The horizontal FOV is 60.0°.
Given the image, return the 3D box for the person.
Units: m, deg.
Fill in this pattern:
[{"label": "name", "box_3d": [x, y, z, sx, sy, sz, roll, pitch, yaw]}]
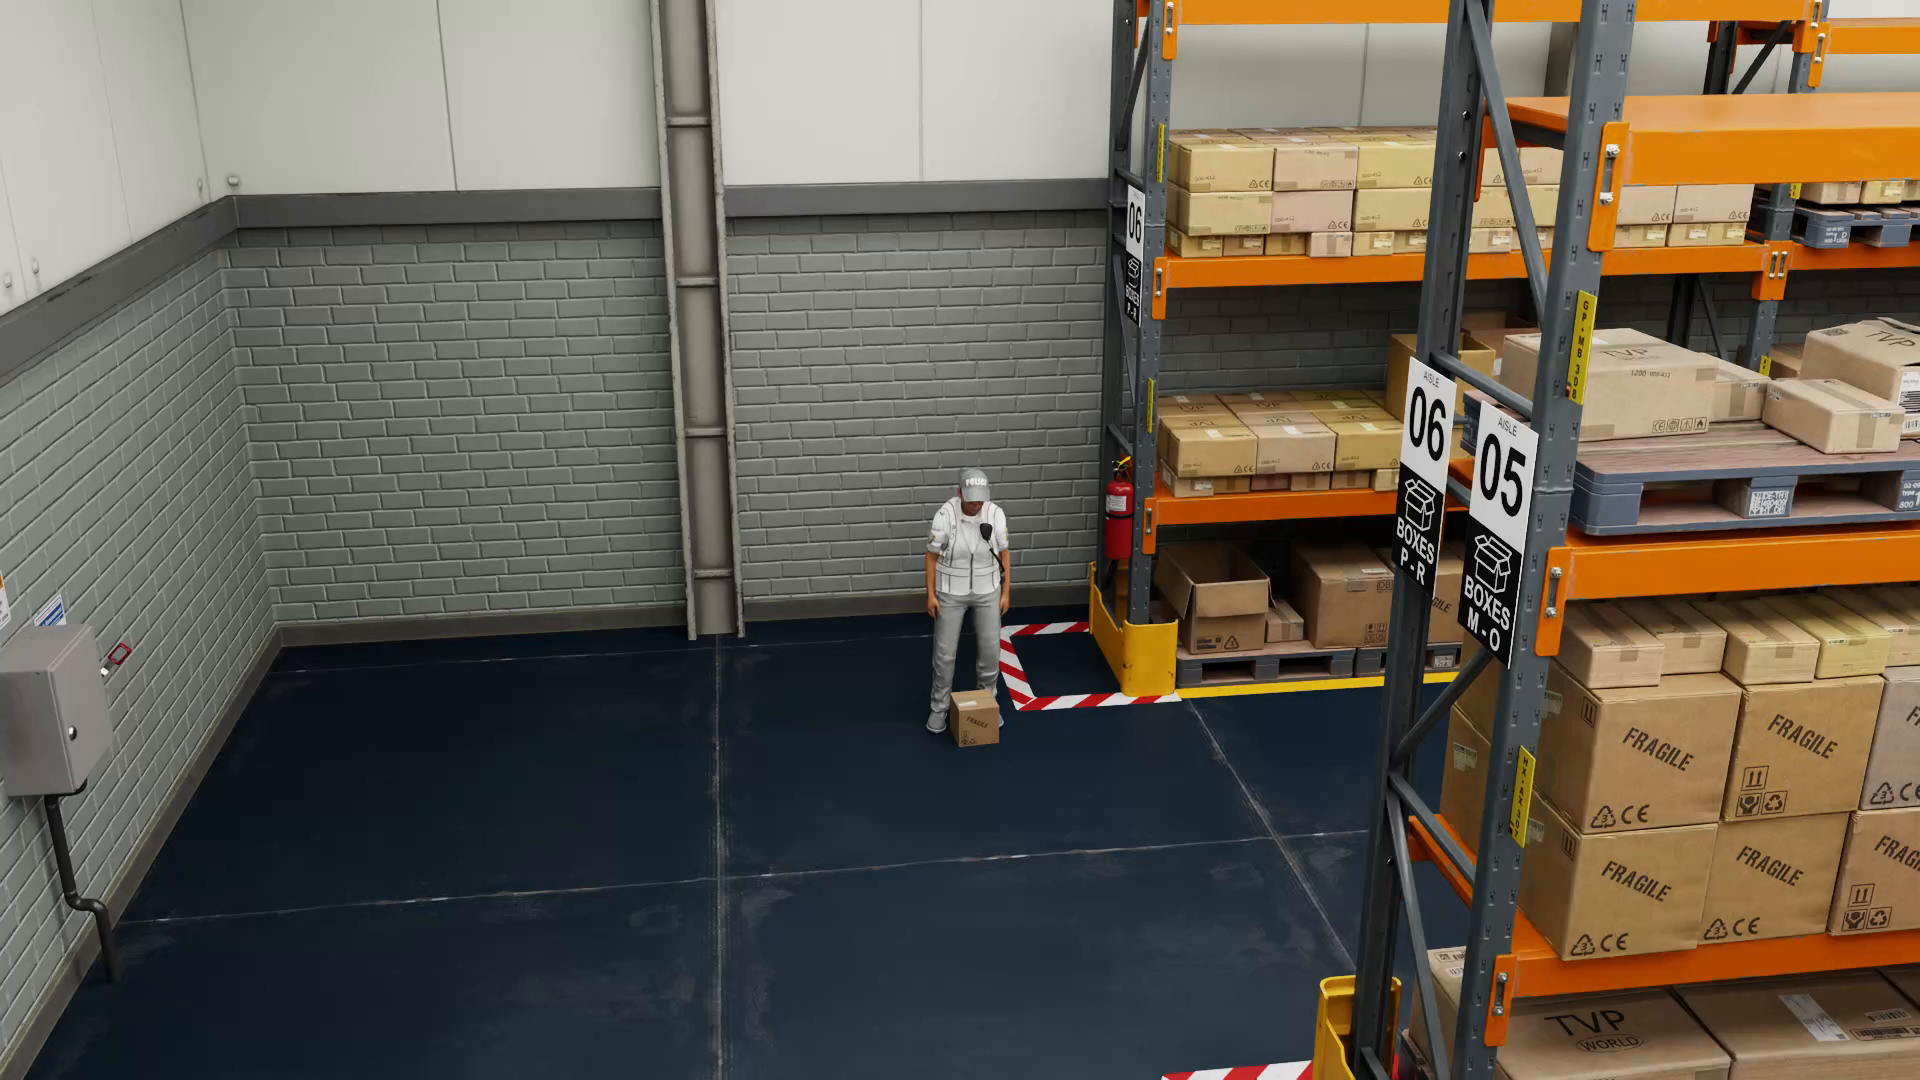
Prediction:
[{"label": "person", "box_3d": [0.046, 0.347, 10.119, 0.537, 1.665, 0.470, -3, 20, -8]}]
